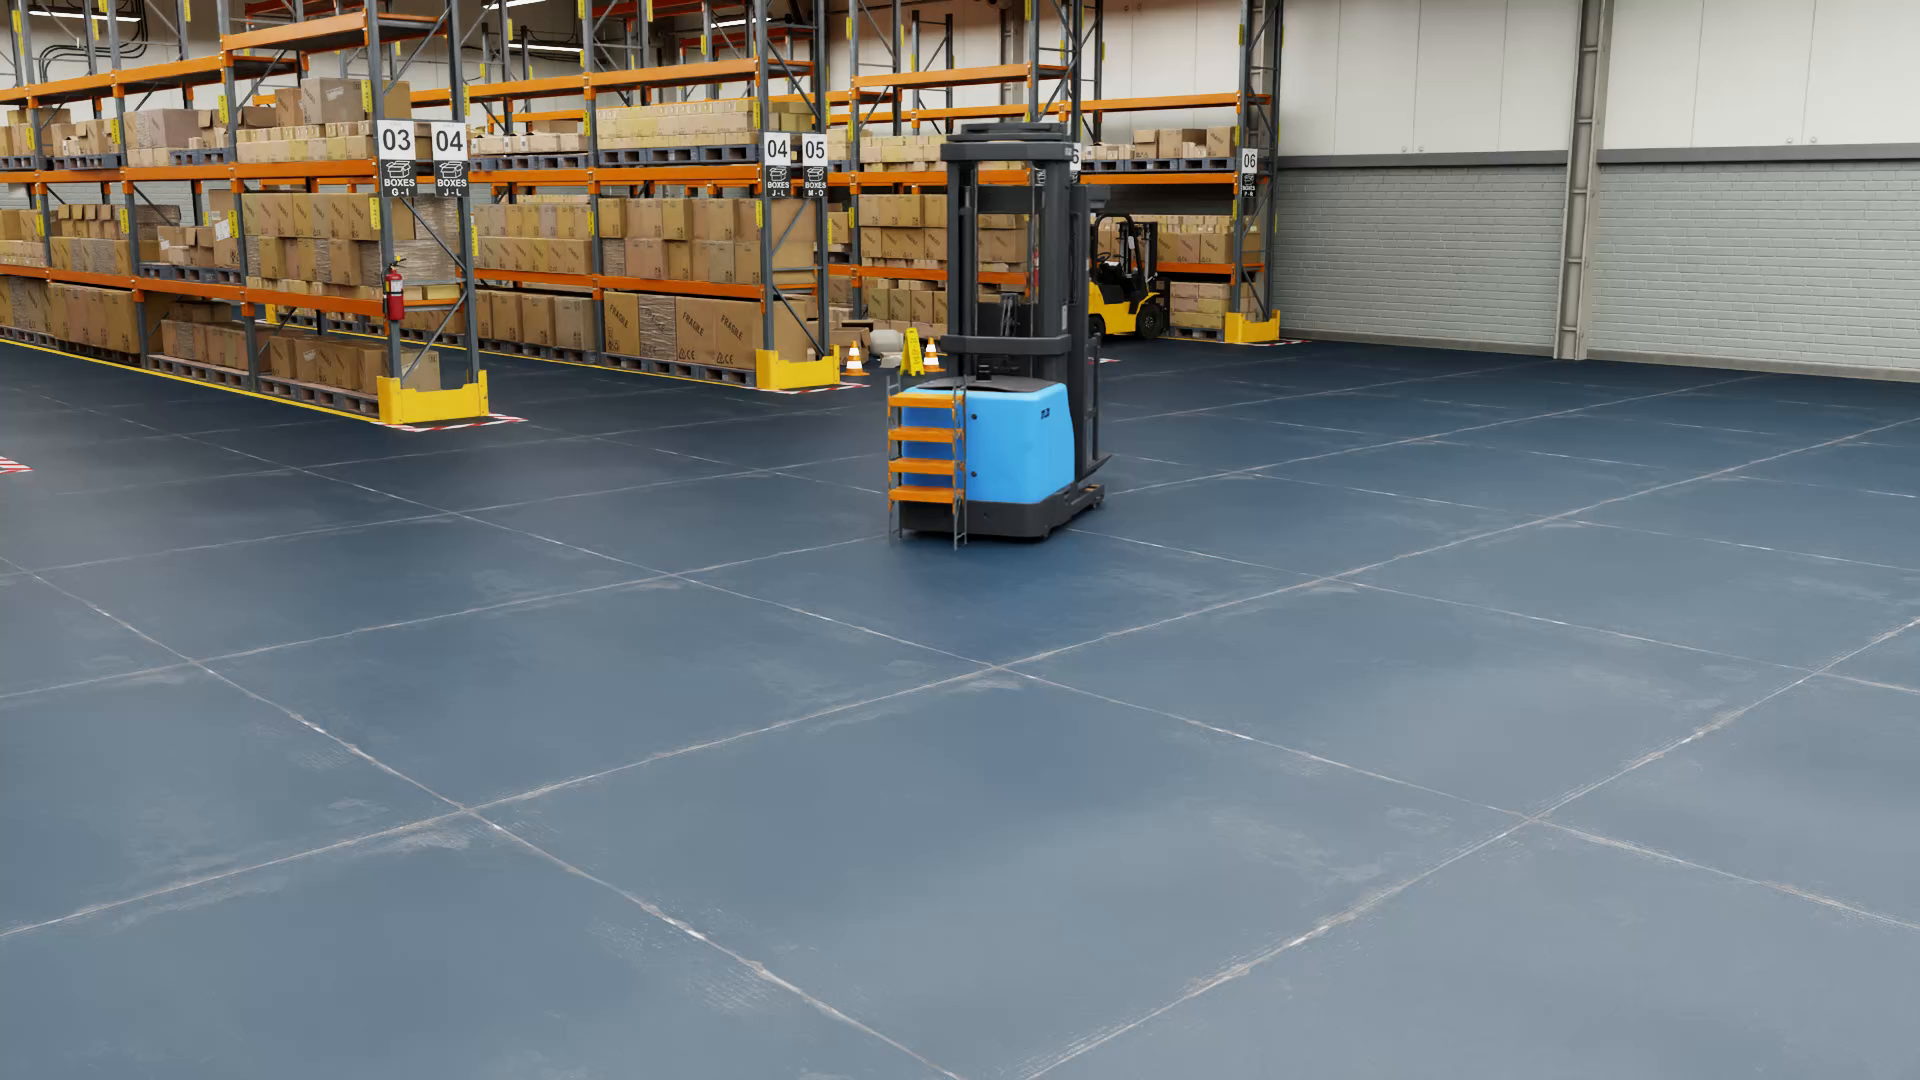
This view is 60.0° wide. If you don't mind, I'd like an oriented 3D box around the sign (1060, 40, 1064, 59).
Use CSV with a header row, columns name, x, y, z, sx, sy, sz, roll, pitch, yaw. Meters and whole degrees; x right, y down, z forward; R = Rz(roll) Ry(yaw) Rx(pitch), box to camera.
name,x,y,z,sx,sy,sz,roll,pitch,yaw
sign,1.833,-8.823,29.923,0.100,0.325,0.005,-11,16,-43

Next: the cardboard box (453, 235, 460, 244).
name,x,y,z,sx,sy,sz,roll,pitch,yaw
cardboard box,-8.314,-4.889,27.055,0.380,0.149,0.250,-10,16,-41

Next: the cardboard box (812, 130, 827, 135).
name,x,y,z,sx,sy,sz,roll,pitch,yaw
cardboard box,-2.584,-6.832,28.298,0.500,0.250,0.500,-11,16,-42

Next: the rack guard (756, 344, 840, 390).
name,x,y,z,sx,sy,sz,roll,pitch,yaw
rack guard,-2.102,-2.257,21.628,1.175,0.500,0.348,-11,16,-43

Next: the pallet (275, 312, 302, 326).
name,x,y,z,sx,sy,sz,roll,pitch,yaw
pallet,-12.580,-4.320,32.355,1.003,0.211,1.213,-11,16,-43

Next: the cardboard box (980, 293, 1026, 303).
name,x,y,z,sx,sy,sz,roll,pitch,yaw
cardboard box,0.650,-3.496,25.363,0.500,0.500,0.500,-11,16,-42

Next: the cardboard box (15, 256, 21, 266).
name,x,y,z,sx,sy,sz,roll,pitch,yaw
cardboard box,-15.398,-4.623,27.540,0.380,0.149,0.250,-11,16,-43

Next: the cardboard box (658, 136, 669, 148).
name,x,y,z,sx,sy,sz,roll,pitch,yaw
cardboard box,-3.825,-5.347,22.331,0.380,0.149,0.250,-11,16,-42

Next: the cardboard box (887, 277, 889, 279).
name,x,y,z,sx,sy,sz,roll,pitch,yaw
cardboard box,-1.281,-5.421,34.335,0.250,0.149,0.380,11,16,42

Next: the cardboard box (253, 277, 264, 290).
name,x,y,z,sx,sy,sz,roll,pitch,yaw
cardboard box,-8.444,-3.158,20.427,0.380,0.149,0.250,-11,16,-43

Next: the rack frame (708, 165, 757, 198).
name,x,y,z,sx,sy,sz,roll,pitch,yaw
rack frame,-4.133,-5.357,30.479,1.000,3.000,0.127,-11,16,-43

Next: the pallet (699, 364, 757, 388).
name,x,y,z,sx,sy,sz,roll,pitch,yaw
pallet,-2.727,-2.225,22.187,1.003,0.211,1.213,-11,16,-43

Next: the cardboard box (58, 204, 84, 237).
name,x,y,z,sx,sy,sz,roll,pitch,yaw
cardboard box,-13.616,-5.008,26.052,0.637,0.503,0.797,11,16,44

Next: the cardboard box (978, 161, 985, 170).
name,x,y,z,sx,sy,sz,roll,pitch,yaw
cardboard box,0.462,-5.670,25.188,0.380,0.149,0.250,-11,16,-42

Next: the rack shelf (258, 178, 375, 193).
name,x,y,z,sx,sy,sz,roll,pitch,yaw
rack shelf,-11.787,-6.645,31.080,1.077,0.370,4.000,-11,16,-43

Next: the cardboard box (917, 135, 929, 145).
name,x,y,z,sx,sy,sz,roll,pitch,yaw
cardboard box,-0.450,-6.236,25.959,0.380,0.149,0.250,-11,16,-43

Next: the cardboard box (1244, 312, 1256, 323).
name,x,y,z,sx,sy,sz,roll,pitch,yaw
cardboard box,4.781,-3.840,28.887,0.500,0.250,0.500,-11,16,-42

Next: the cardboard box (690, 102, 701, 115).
name,x,y,z,sx,sy,sz,roll,pitch,yaw
cardboard box,-3.296,-5.626,21.711,0.380,0.149,0.250,-11,16,-42

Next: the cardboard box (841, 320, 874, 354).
name,x,y,z,sx,sy,sz,roll,pitch,yaw
cardboard box,-1.615,-3.204,26.218,0.500,0.500,0.500,-1,12,-4

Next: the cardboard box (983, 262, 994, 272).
name,x,y,z,sx,sy,sz,roll,pitch,yaw
cardboard box,0.562,-4.153,25.258,0.380,0.149,0.250,-11,16,-44

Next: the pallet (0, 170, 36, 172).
name,x,y,z,sx,sy,sz,roll,pitch,yaw
pallet,-16.305,-6.462,28.631,1.003,0.211,1.213,-11,16,-43

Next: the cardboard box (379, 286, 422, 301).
name,x,y,z,sx,sy,sz,roll,pitch,yaw
cardboard box,-6.122,-2.698,18.197,0.380,0.149,0.250,-11,16,-43

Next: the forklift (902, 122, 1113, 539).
name,x,y,z,sx,sy,sz,roll,pitch,yaw
forklift,0.522,-1.701,12.904,1.130,2.935,3.031,4,12,18

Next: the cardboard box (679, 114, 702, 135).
name,x,y,z,sx,sy,sz,roll,pitch,yaw
cardboard box,-3.350,-5.460,21.891,0.500,0.250,0.500,-11,16,-43

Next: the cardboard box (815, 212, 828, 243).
name,x,y,z,sx,sy,sz,roll,pitch,yaw
cardboard box,-2.199,-5.281,28.086,0.500,0.500,0.500,-11,16,-42

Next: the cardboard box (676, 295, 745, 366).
name,x,y,z,sx,sy,sz,roll,pitch,yaw
cardboard box,-3.244,-2.868,22.622,0.875,0.875,0.875,-11,16,-43

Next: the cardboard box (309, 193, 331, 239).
name,x,y,z,sx,sy,sz,roll,pitch,yaw
cardboard box,-7.027,-3.684,18.897,0.500,0.500,0.500,-11,16,-43

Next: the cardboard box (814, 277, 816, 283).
name,x,y,z,sx,sy,sz,roll,pitch,yaw
cardboard box,-3.137,-5.512,36.388,0.500,0.500,0.500,-10,15,-40

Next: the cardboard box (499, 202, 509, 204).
name,x,y,z,sx,sy,sz,roll,pitch,yaw
cardboard box,-9.532,-6.953,35.503,0.500,0.500,0.500,-11,16,-44

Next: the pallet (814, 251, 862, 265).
name,x,y,z,sx,sy,sz,roll,pitch,yaw
pallet,-1.793,-4.811,28.305,1.003,0.211,1.213,-11,16,-43

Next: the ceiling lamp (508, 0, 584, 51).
name,x,y,z,sx,sy,sz,roll,pitch,yaw
ceiling lamp,-9.605,-13.081,38.636,2.000,3.185,0.800,-11,16,-43

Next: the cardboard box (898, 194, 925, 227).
name,x,y,z,sx,sy,sz,roll,pitch,yaw
cardboard box,-0.559,-5.208,26.296,0.700,0.500,0.500,-11,16,-44

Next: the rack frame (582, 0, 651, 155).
name,x,y,z,sx,sy,sz,roll,pitch,yaw
rack frame,-4.881,-7.007,23.621,1.000,3.000,0.127,-11,16,-43

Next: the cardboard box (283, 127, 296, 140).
name,x,y,z,sx,sy,sz,roll,pitch,yaw
cardboard box,-7.609,-4.708,19.278,0.380,0.149,0.250,-11,16,-44

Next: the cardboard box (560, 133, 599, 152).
name,x,y,z,sx,sy,sz,roll,pitch,yaw
cardboard box,-5.484,-5.800,24.278,0.500,0.250,0.500,-11,16,-42

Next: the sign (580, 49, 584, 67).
name,x,y,z,sx,sy,sz,roll,pitch,yaw
sign,-7.314,-9.340,32.239,0.100,0.325,0.005,-11,16,-43

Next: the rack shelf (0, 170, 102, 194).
name,x,y,z,sx,sy,sz,roll,pitch,yaw
rack shelf,-15.444,-5.968,27.797,1.077,0.370,4.000,-11,16,-43

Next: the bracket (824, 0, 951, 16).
name,x,y,z,sx,sy,sz,roll,pitch,yaw
bracket,-1.316,-11.073,34.436,0.076,0.066,4.783,-11,16,-43

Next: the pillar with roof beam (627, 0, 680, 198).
name,x,y,z,sx,sy,sz,roll,pitch,yaw
pillar with roof beam,-10.394,-10.074,38.509,9.100,9.000,0.548,-11,16,-43

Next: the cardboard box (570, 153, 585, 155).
name,x,y,z,sx,sy,sz,roll,pitch,yaw
cardboard box,-7.568,-7.647,33.207,0.396,0.266,0.258,-10,15,-41

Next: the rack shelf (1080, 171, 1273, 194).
name,x,y,z,sx,sy,sz,roll,pitch,yaw
rack shelf,3.598,-6.290,29.359,1.077,0.370,4.000,-11,16,-43

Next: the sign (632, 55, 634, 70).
name,x,y,z,sx,sy,sz,roll,pitch,yaw
sign,-6.511,-9.453,32.981,0.100,0.325,0.005,-11,16,-43

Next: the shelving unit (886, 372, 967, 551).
name,x,y,z,sx,sy,sz,roll,pitch,yaw
shelving unit,-0.230,-0.551,11.605,0.503,1.200,0.258,4,13,18

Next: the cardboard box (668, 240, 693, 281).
name,x,y,z,sx,sy,sz,roll,pitch,yaw
cardboard box,-3.495,-3.854,22.814,0.875,0.550,0.500,-11,16,-43

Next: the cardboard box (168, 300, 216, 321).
name,x,y,z,sx,sy,sz,roll,pitch,yaw
cardboard box,-10.816,-3.241,23.454,0.500,0.250,0.500,-10,15,-40

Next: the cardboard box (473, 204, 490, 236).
name,x,y,z,sx,sy,sz,roll,pitch,yaw
cardboard box,-7.340,-5.124,26.624,0.700,0.500,0.500,-11,16,-43

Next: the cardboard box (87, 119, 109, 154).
name,x,y,z,sx,sy,sz,roll,pitch,yaw
cardboard box,-12.433,-5.892,24.357,0.500,0.500,0.500,-10,15,-40

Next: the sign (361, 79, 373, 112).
name,x,y,z,sx,sy,sz,roll,pitch,yaw
sign,-6.191,-4.637,17.356,0.100,0.325,0.005,-11,16,-43

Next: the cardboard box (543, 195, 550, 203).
name,x,y,z,sx,sy,sz,roll,pitch,yaw
cardboard box,-8.356,-7.027,34.252,0.380,0.149,0.250,-11,16,-43

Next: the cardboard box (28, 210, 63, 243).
name,x,y,z,sx,sy,sz,roll,pitch,yaw
cardboard box,-14.574,-5.029,26.664,0.500,0.500,0.500,-10,15,-41

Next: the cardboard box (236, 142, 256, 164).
name,x,y,z,sx,sy,sz,roll,pitch,yaw
cardboard box,-8.413,-4.687,20.163,0.500,0.250,0.500,11,16,43

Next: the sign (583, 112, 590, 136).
name,x,y,z,sx,sy,sz,roll,pitch,yaw
sign,-5.267,-5.868,23.466,0.100,0.325,0.005,-11,16,-43

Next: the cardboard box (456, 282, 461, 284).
name,x,y,z,sx,sy,sz,roll,pitch,yaw
cardboard box,-8.627,-4.283,28.564,0.500,0.250,0.500,-11,16,-42

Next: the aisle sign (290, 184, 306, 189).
name,x,y,z,sx,sy,sz,roll,pitch,yaw
aisle sign,-13.001,-7.146,32.719,0.394,0.787,0.004,-11,16,-43

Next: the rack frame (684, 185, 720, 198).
name,x,y,z,sx,sy,sz,roll,pitch,yaw
rack frame,-6.070,-7.217,39.506,1.000,3.000,0.127,-11,16,-43

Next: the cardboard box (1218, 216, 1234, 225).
name,x,y,z,sx,sy,sz,roll,pitch,yaw
cardboard box,4.579,-5.417,28.178,0.380,0.149,0.250,-11,16,-42

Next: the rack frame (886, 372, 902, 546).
name,x,y,z,sx,sy,sz,roll,pitch,yaw
rack frame,-0.462,-0.566,11.681,0.015,1.200,0.240,4,13,18
